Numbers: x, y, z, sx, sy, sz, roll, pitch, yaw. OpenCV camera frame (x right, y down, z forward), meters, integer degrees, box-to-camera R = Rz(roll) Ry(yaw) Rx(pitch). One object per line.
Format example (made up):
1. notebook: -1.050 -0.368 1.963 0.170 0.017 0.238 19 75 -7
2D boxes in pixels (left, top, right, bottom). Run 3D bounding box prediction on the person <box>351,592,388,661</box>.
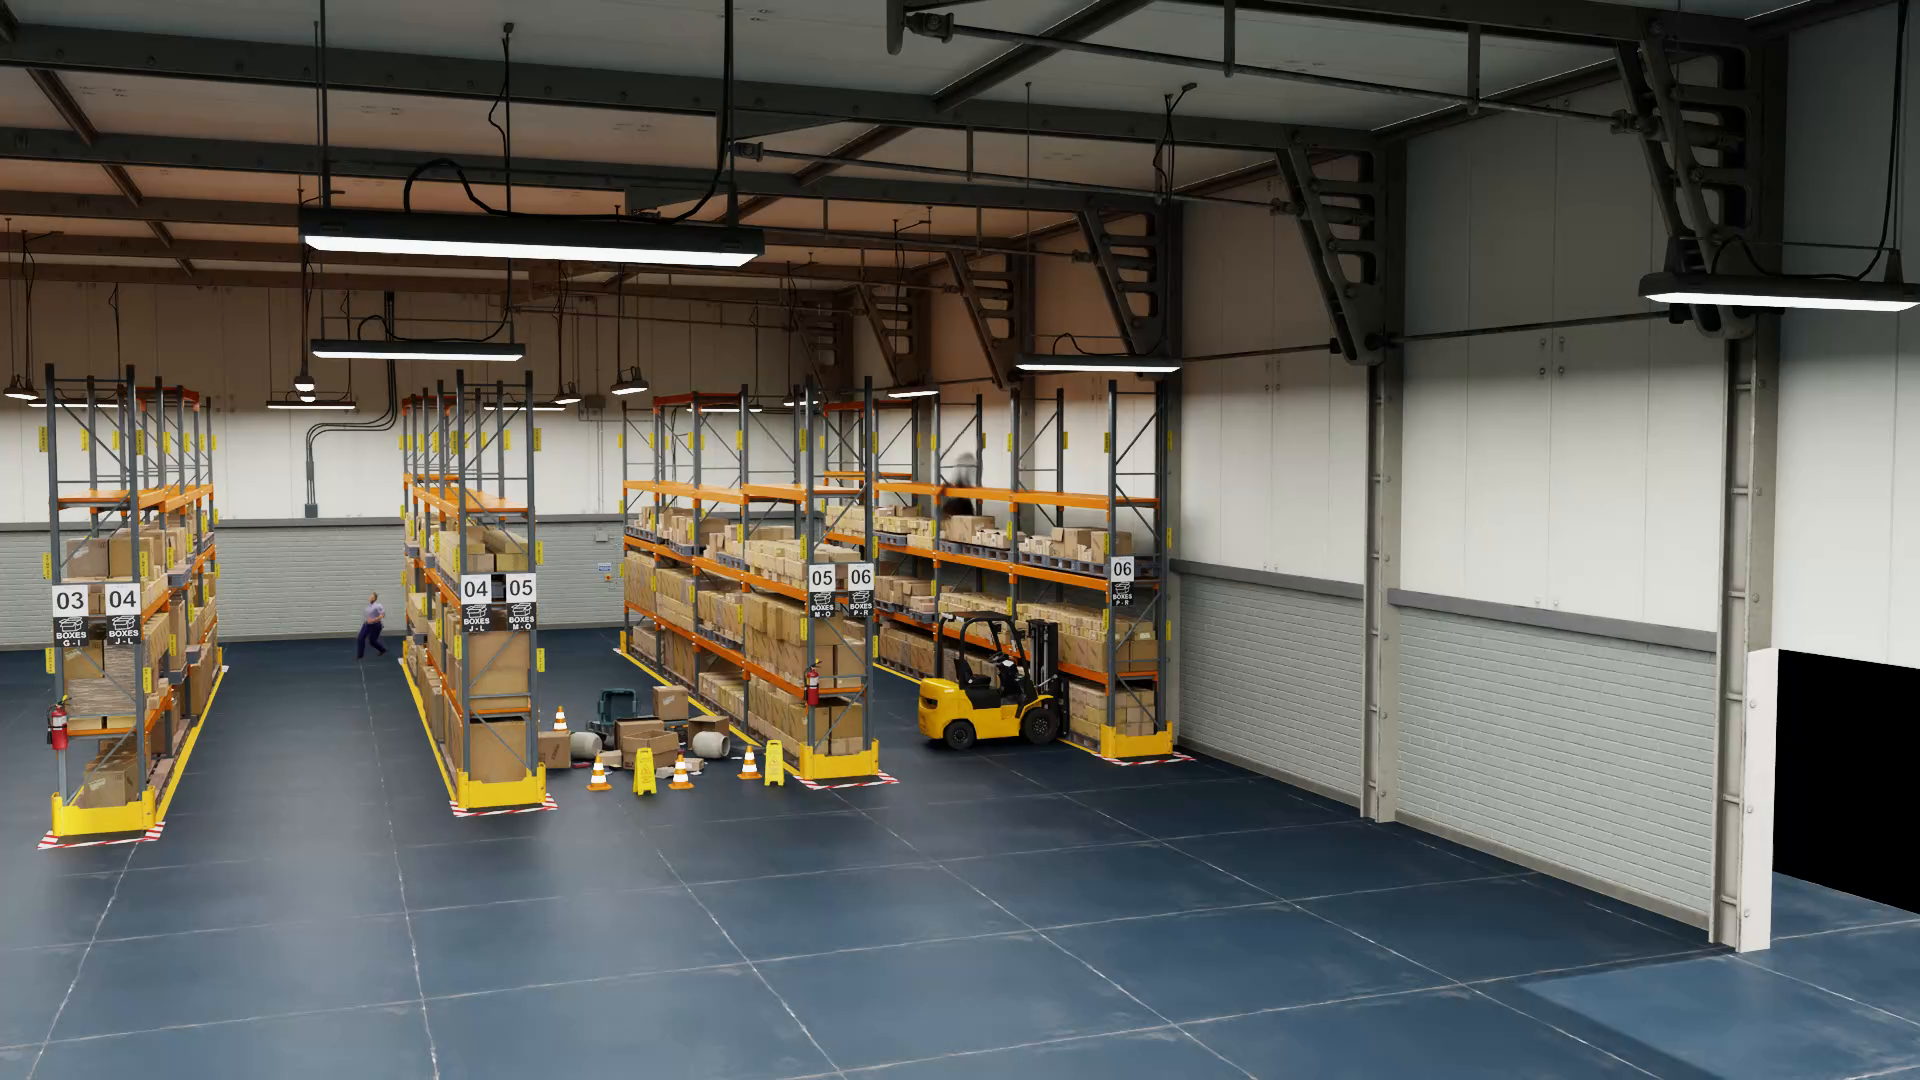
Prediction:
1. person: -13.513 1.991 38.332 0.741 1.602 0.770 2 4 34
